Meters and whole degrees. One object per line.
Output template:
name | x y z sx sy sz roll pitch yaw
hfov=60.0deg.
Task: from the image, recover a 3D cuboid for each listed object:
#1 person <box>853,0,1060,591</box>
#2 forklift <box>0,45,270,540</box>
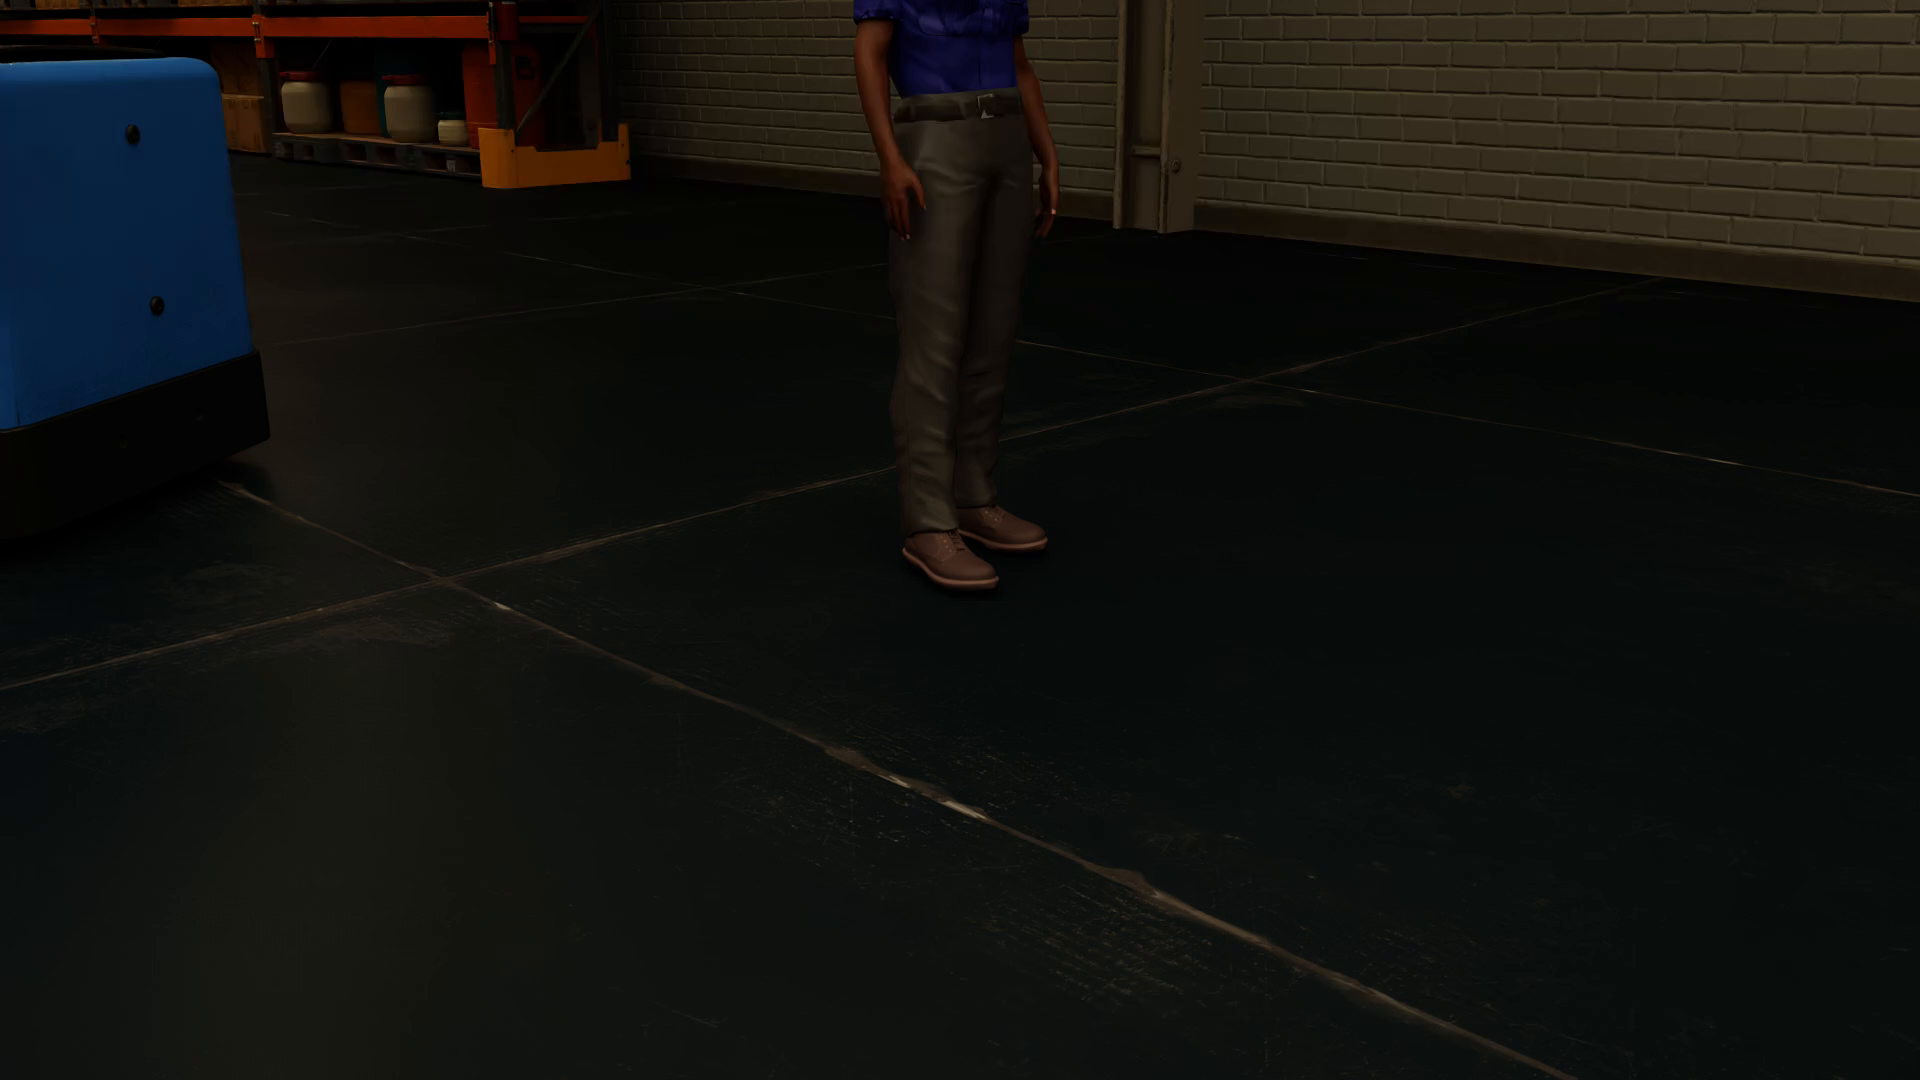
person | 0.049 -0.776 3.576 0.503 1.656 0.569 16 23 42
forklift | -3.453 -1.553 3.956 3.031 2.935 1.130 3 17 9
